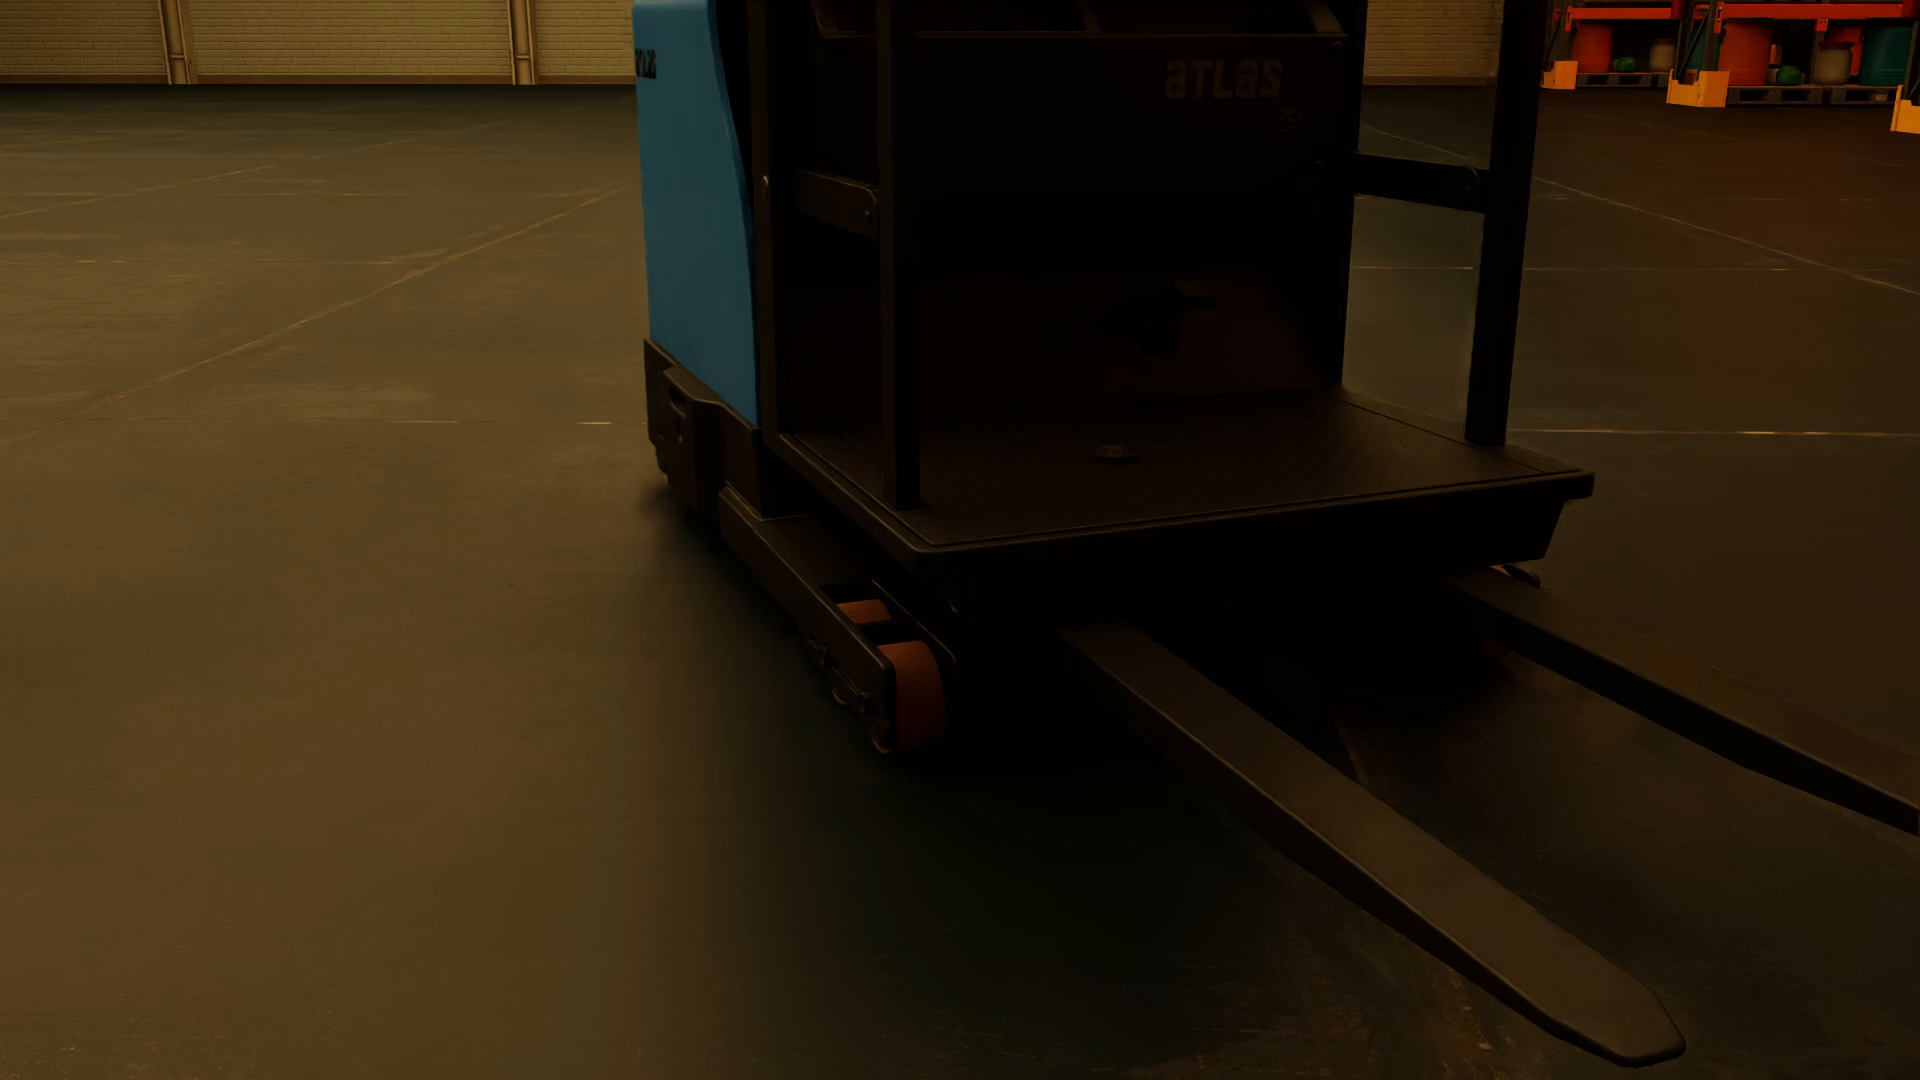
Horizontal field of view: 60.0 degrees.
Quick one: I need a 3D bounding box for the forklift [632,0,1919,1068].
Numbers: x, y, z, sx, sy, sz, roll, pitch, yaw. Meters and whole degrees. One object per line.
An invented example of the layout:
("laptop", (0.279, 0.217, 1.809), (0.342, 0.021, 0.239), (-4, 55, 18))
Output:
("forklift", (0.280, -1.231, 2.394), (1.130, 2.935, 3.031), (-7, 18, -20))
